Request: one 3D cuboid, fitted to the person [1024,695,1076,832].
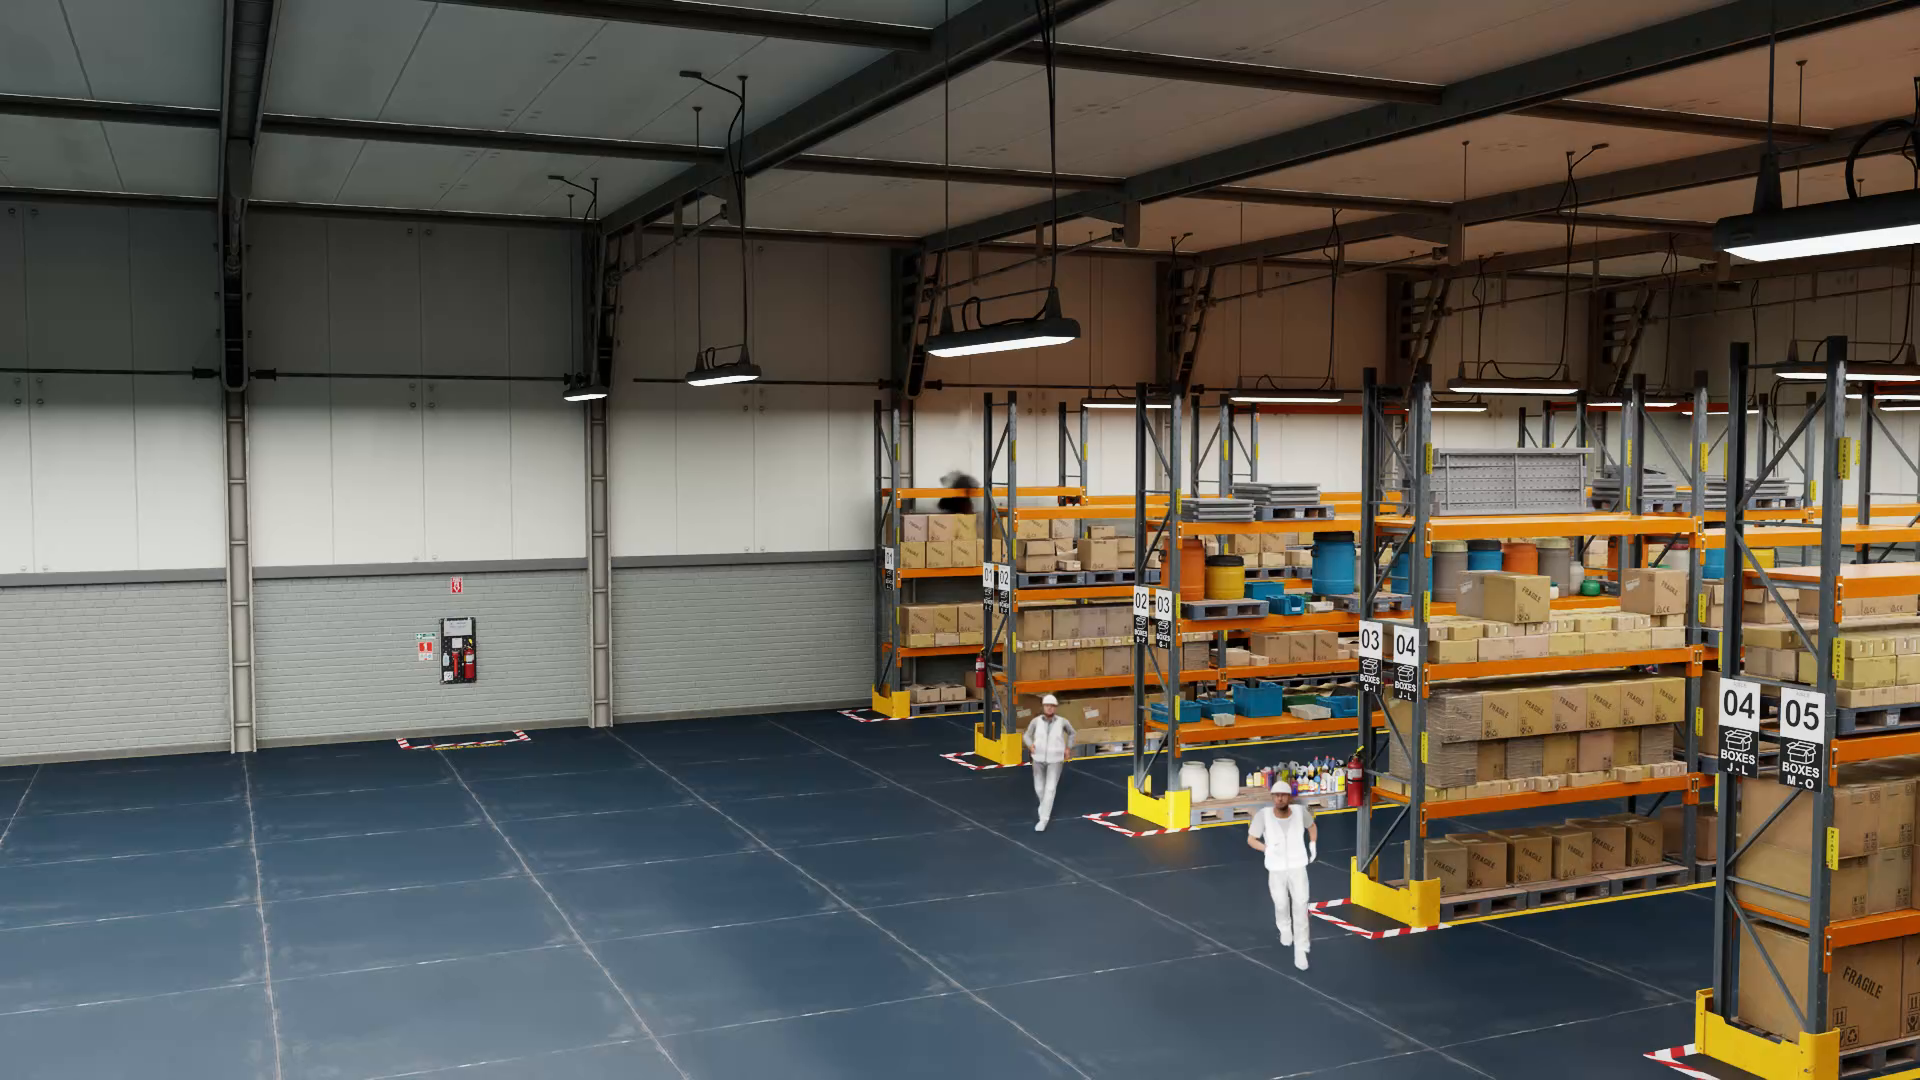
[{"bbox_3d":[1.193,2.972,22.434,0.693,1.770,0.974,1,3,14],"label":"person"}]

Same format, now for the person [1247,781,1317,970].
[{"bbox_3d":[3.237,3.288,16.675,0.706,1.763,1.013,0,3,6],"label":"person"}]

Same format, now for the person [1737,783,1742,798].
[{"bbox_3d":[10.913,2.996,22.983,0.805,1.672,0.570,-2,4,-25],"label":"person"}]
